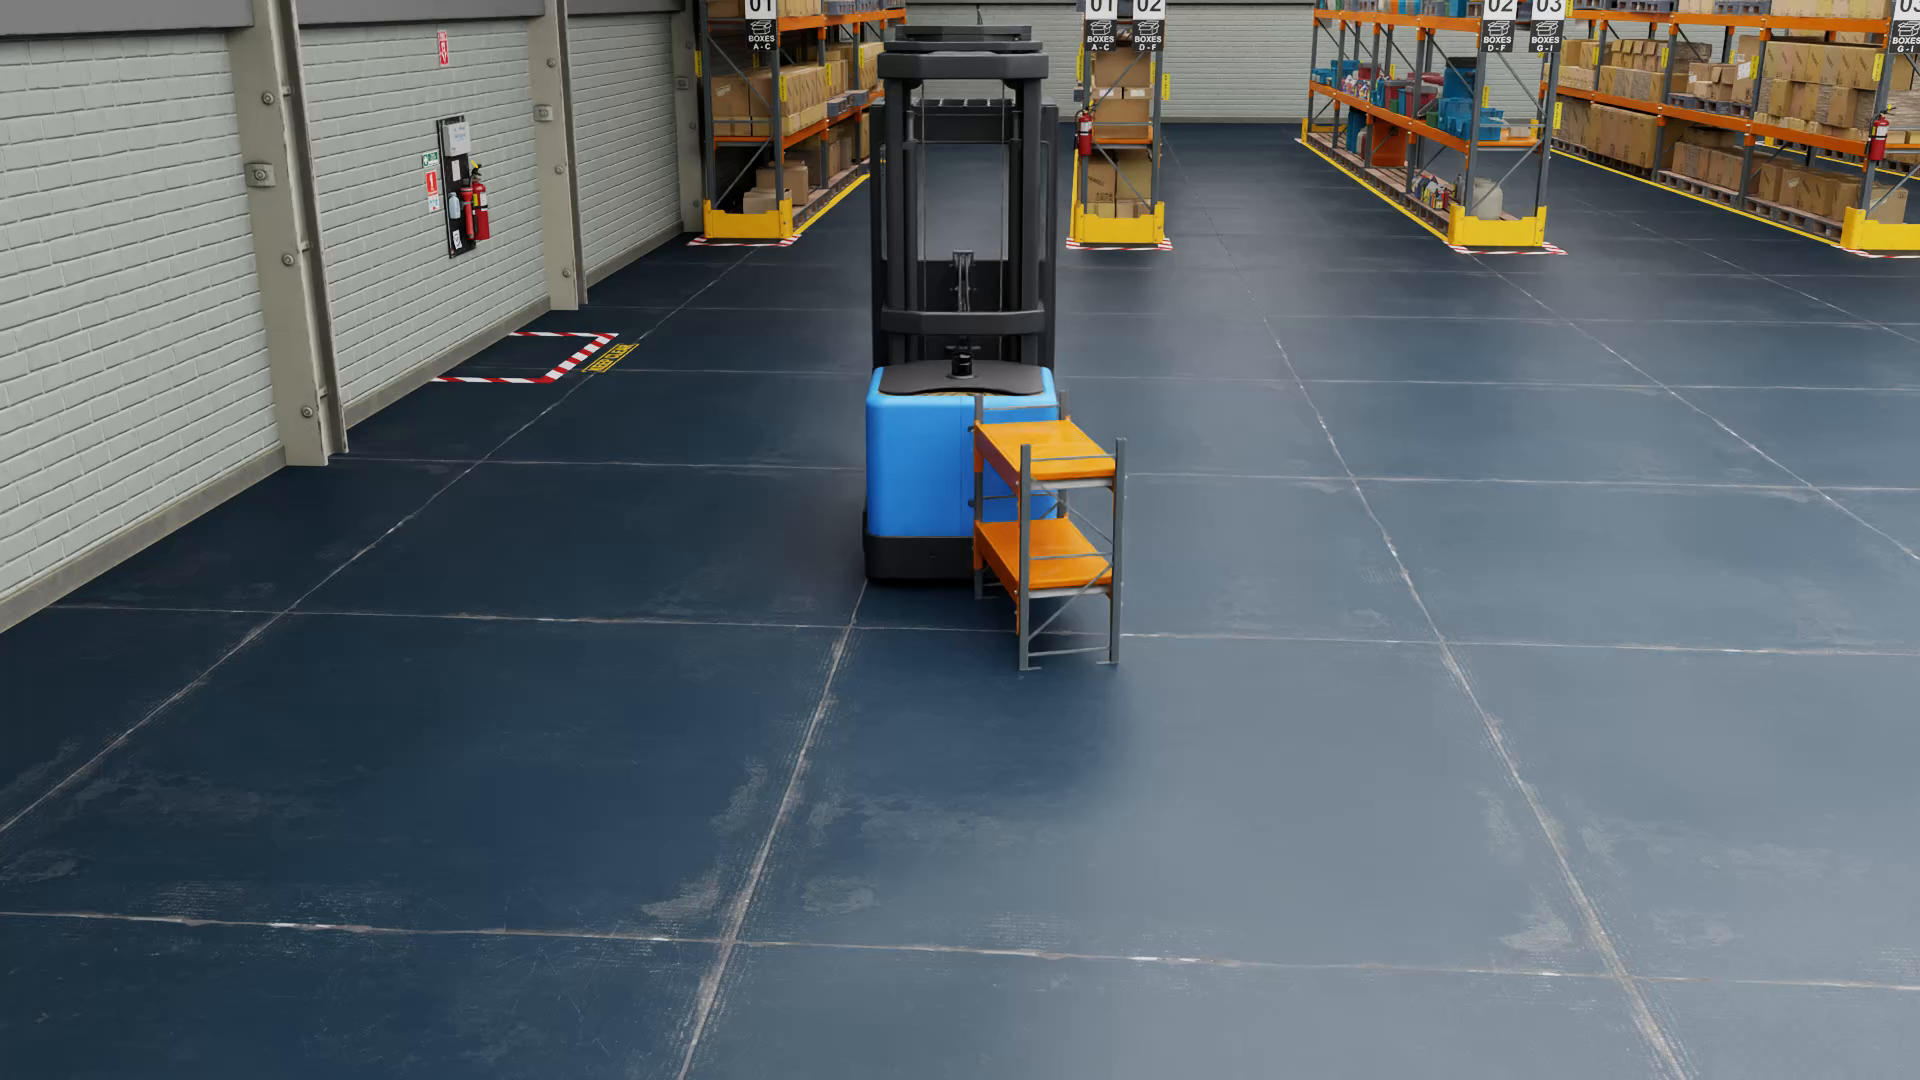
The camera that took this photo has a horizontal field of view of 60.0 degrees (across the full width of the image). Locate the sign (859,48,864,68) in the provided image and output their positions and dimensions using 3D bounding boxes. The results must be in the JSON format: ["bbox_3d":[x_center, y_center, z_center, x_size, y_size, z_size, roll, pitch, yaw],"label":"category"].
[{"bbox_3d":[-1.738,-8.480,29.254,0.100,0.325,0.005,1,18,4],"label":"sign"}]

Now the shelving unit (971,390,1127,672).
[{"bbox_3d":[0.424,-0.076,8.349,0.538,1.125,1.048,-4,19,-11],"label":"shelving unit"}]

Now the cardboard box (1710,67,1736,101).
[{"bbox_3d":[12.287,-7.192,26.214,0.797,0.503,0.637,3,18,10],"label":"cardboard box"}]

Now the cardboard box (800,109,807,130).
[{"bbox_3d":[-2.436,-5.895,23.304,0.500,0.250,0.500,1,18,3],"label":"cardboard box"}]

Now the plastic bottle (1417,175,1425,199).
[{"bbox_3d":[6.843,-5.222,24.591,0.144,0.351,0.185,2,18,5],"label":"plastic bottle"}]

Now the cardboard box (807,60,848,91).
[{"bbox_3d":[-2.303,-8.087,28.919,0.700,0.500,0.500,-1,18,-3],"label":"cardboard box"}]

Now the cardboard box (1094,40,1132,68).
[{"bbox_3d":[2.349,-7.151,24.686,0.700,0.500,0.500,1,18,4],"label":"cardboard box"}]

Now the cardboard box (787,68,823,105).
[{"bbox_3d":[-2.322,-6.720,24.619,0.500,0.500,0.500,1,18,4],"label":"cardboard box"}]

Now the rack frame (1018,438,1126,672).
[{"bbox_3d":[0.527,0.079,7.876,0.500,1.125,0.032,-4,19,-11],"label":"rack frame"}]

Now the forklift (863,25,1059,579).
[{"bbox_3d":[0.026,-1.584,10.051,1.130,2.935,3.031,0,18,1],"label":"forklift"}]

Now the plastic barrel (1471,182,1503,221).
[{"bbox_3d":[6.999,-4.494,22.143,0.421,0.512,0.421,0,18,0],"label":"plastic barrel"}]

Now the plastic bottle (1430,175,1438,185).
[{"bbox_3d":[6.987,-5.219,24.581,0.144,0.351,0.185,1,18,4],"label":"plastic bottle"}]

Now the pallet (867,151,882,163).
[{"bbox_3d":[-2.058,-7.273,31.779,1.003,0.211,1.213,1,18,4],"label":"pallet"}]

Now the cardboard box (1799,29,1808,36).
[{"bbox_3d":[17.729,-10.361,34.483,0.500,0.500,0.500,2,18,6],"label":"cardboard box"}]

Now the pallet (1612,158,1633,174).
[{"bbox_3d":[12.764,-6.941,30.767,1.003,0.211,1.213,1,18,4],"label":"pallet"}]

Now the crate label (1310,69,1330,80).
[{"bbox_3d":[7.829,-10.120,36.163,0.416,0.233,0.303,1,18,4],"label":"crate label"}]

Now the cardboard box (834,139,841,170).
[{"bbox_3d":[-2.432,-6.616,28.604,0.700,0.500,0.500,1,18,4],"label":"cardboard box"}]

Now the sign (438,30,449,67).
[{"bbox_3d":[-4.411,-4.200,14.201,0.001,0.298,0.199,1,18,4],"label":"sign"}]

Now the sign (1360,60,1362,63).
[{"bbox_3d":[8.725,-10.311,36.310,0.100,0.325,0.005,1,18,4],"label":"sign"}]

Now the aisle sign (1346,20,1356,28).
[{"bbox_3d":[8.473,-11.491,36.001,0.394,0.787,0.004,1,18,4],"label":"aisle sign"}]

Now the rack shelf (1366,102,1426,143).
[{"bbox_3d":[7.459,-6.793,26.991,1.077,0.370,4.000,1,18,4],"label":"rack shelf"}]

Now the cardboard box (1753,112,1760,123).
[{"bbox_3d":[11.940,-6.223,24.502,0.380,0.149,0.250,1,18,4],"label":"cardboard box"}]

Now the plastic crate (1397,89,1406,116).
[{"bbox_3d":[7.084,-6.855,26.053,0.392,0.384,0.575,1,18,4],"label":"plastic crate"}]

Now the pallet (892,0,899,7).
[{"bbox_3d":[-1.834,-11.234,34.716,1.003,0.211,1.213,1,18,4],"label":"pallet"}]

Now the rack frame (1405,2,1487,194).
[{"bbox_3d":[7.315,-6.513,24.983,1.000,3.000,0.127,1,18,4],"label":"rack frame"}]

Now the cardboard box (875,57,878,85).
[{"bbox_3d":[-1.846,-8.954,31.762,0.500,0.500,0.500,1,18,4],"label":"cardboard box"}]

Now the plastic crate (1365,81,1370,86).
[{"bbox_3d":[8.065,-9.043,33.029,0.396,0.136,0.243,1,18,4],"label":"plastic crate"}]

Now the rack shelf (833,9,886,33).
[{"bbox_3d":[-2.136,-9.682,30.990,1.077,0.370,4.000,1,18,4],"label":"rack shelf"}]

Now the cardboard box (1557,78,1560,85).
[{"bbox_3d":[12.689,-9.588,34.771,0.380,0.149,0.250,1,18,3],"label":"cardboard box"}]

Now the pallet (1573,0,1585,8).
[{"bbox_3d":[12.988,-10.902,33.704,1.003,0.211,1.213,1,18,4],"label":"pallet"}]

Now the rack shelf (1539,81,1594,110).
[{"bbox_3d":[12.972,-9.167,34.236,1.077,0.370,4.000,1,18,4],"label":"rack shelf"}]

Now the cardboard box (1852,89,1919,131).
[{"bbox_3d":[12.035,-5.520,21.312,0.875,0.500,0.500,1,18,4],"label":"cardboard box"}]

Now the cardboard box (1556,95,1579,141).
[{"bbox_3d":[13.084,-8.836,34.811,0.875,0.875,0.875,1,18,4],"label":"cardboard box"}]

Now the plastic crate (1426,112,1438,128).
[{"bbox_3d":[6.936,-5.997,23.749,0.450,0.188,0.662,1,18,4],"label":"plastic crate"}]

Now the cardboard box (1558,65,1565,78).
[{"bbox_3d":[12.742,-9.739,34.591,0.500,0.250,0.500,1,18,2],"label":"cardboard box"}]

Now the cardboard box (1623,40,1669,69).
[{"bbox_3d":[12.731,-9.000,30.801,0.797,0.503,0.637,1,18,5],"label":"cardboard box"}]

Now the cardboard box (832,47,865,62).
[{"bbox_3d":[-1.988,-8.676,29.708,0.500,0.250,0.500,2,18,5],"label":"cardboard box"}]

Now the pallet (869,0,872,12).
[{"bbox_3d":[-2.209,-9.861,30.686,1.003,0.211,1.213,2,18,6],"label":"pallet"}]

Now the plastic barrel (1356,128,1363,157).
[{"bbox_3d":[7.652,-7.453,31.173,0.421,0.512,0.421,0,18,0],"label":"plastic barrel"}]

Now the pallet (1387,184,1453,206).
[{"bbox_3d":[7.333,-5.433,26.165,1.003,0.211,1.213,1,18,4],"label":"pallet"}]

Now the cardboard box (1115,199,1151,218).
[{"bbox_3d":[2.348,-4.437,22.389,0.500,0.250,0.500,1,18,4],"label":"cardboard box"}]

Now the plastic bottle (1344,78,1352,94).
[{"bbox_3d":[7.449,-8.690,31.826,0.152,0.276,0.135,1,18,4],"label":"plastic bottle"}]

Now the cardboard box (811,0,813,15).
[{"bbox_3d":[-2.405,-7.898,24.199,0.500,0.500,0.500,0,18,-1],"label":"cardboard box"}]

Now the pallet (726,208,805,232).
[{"bbox_3d":[-2.754,-4.442,23.141,1.003,0.211,1.213,1,18,4],"label":"pallet"}]

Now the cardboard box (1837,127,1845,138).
[{"bbox_3d":[11.802,-5.368,21.891,0.380,0.149,0.250,1,18,4],"label":"cardboard box"}]
